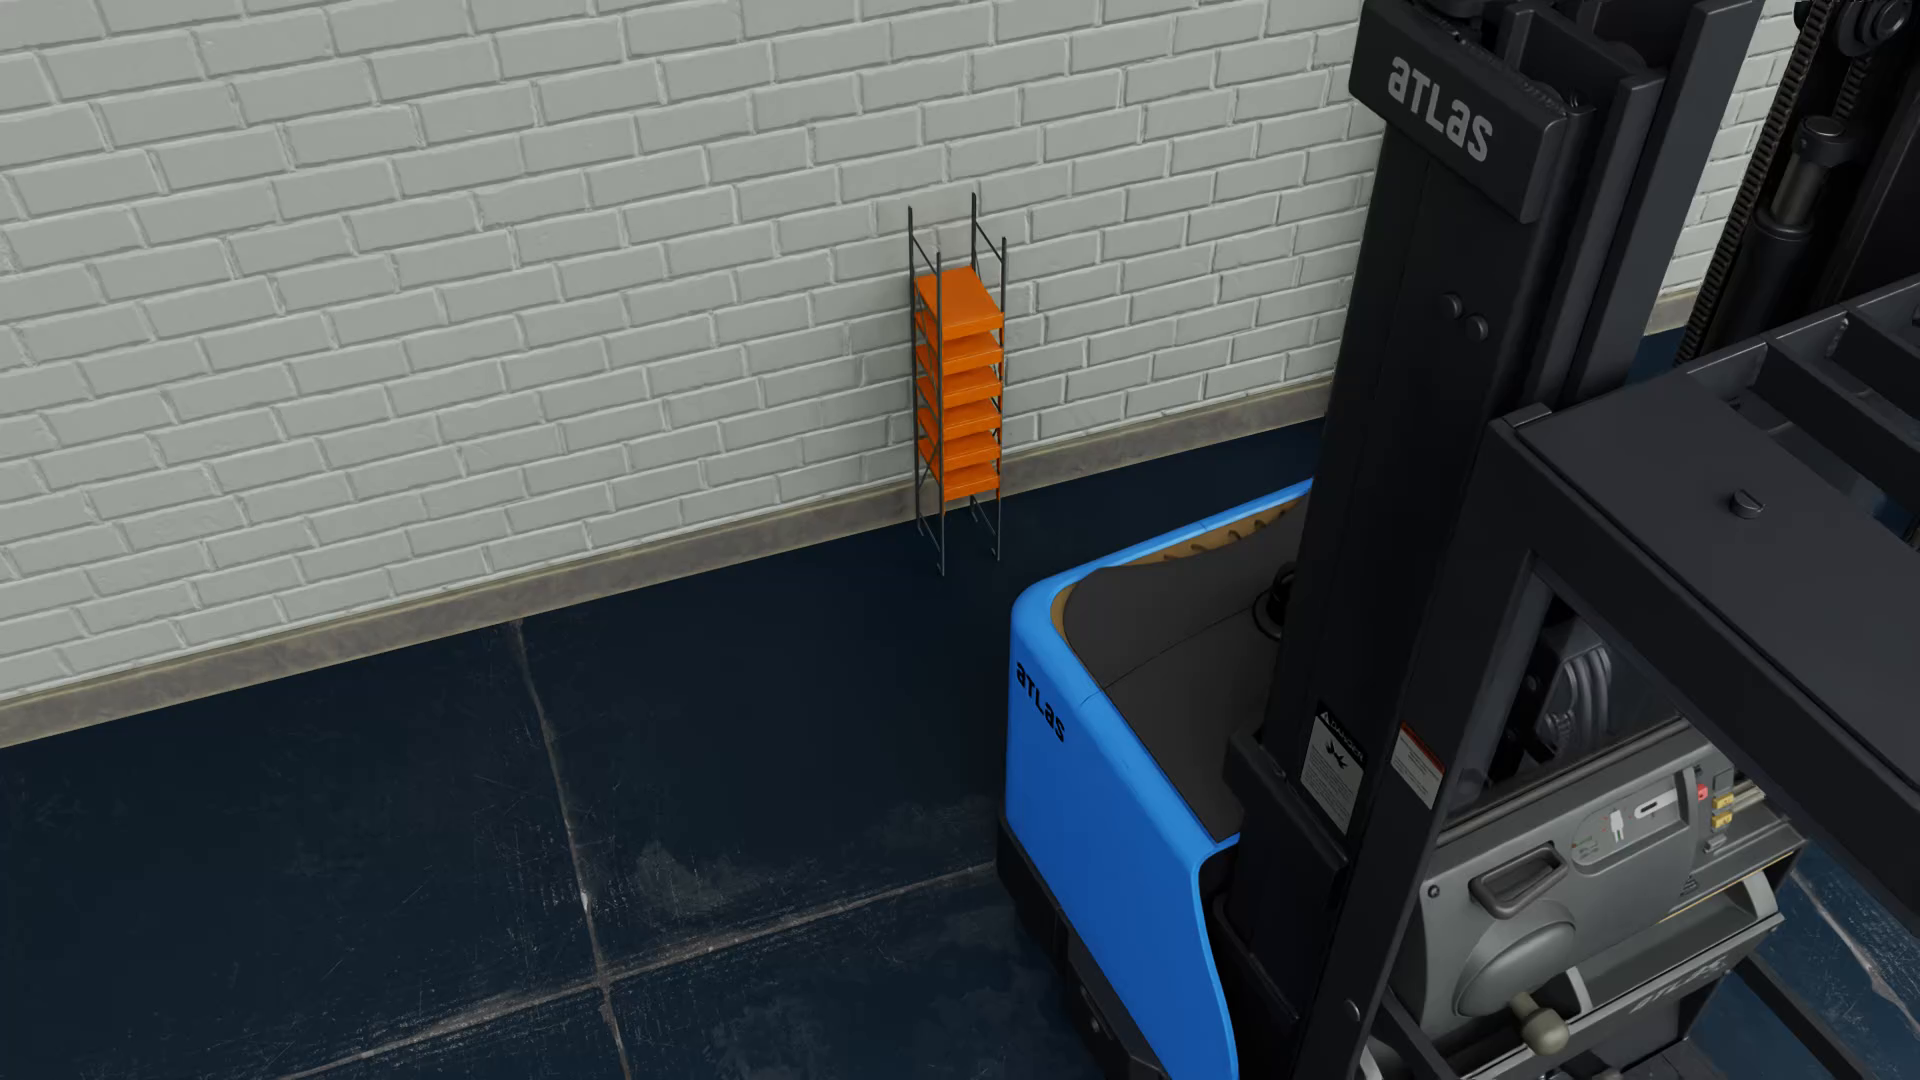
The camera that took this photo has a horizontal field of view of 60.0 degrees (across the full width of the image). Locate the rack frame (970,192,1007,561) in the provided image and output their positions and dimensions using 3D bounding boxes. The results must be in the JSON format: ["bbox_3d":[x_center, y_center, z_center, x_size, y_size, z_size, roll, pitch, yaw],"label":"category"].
[{"bbox_3d":[0.077,-0.438,4.839,0.006,1.200,0.240,-15,47,-15],"label":"rack frame"}]

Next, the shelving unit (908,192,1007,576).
[{"bbox_3d":[-0.008,-0.414,4.816,0.189,1.200,0.258,-15,47,-15],"label":"shelving unit"}]

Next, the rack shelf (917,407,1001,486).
[{"bbox_3d":[-0.008,-0.298,4.932,0.180,0.103,0.258,-15,47,-15],"label":"rack shelf"}]

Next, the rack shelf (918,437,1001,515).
[{"bbox_3d":[-0.008,-0.214,5.017,0.180,0.103,0.258,-15,47,-15],"label":"rack shelf"}]

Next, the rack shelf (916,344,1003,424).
[{"bbox_3d":[-0.008,-0.468,4.762,0.180,0.103,0.258,-15,47,-15],"label":"rack shelf"}]

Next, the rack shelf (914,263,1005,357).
[{"bbox_3d":[-0.008,-0.637,4.592,0.180,0.103,0.258,-15,47,-15],"label":"rack shelf"}]

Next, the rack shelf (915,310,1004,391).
[{"bbox_3d":[-0.008,-0.552,4.677,0.180,0.103,0.258,-15,47,-15],"label":"rack shelf"}]

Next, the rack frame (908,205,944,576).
[{"bbox_3d":[-0.094,-0.391,4.793,0.006,1.200,0.240,-15,47,-15],"label":"rack frame"}]

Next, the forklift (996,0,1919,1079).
[{"bbox_3d":[1.215,0.609,2.573,1.130,2.935,3.031,-20,48,-19],"label":"forklift"}]

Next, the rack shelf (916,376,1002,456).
[{"bbox_3d":[-0.008,-0.383,4.847,0.180,0.103,0.258,-15,47,-15],"label":"rack shelf"}]
